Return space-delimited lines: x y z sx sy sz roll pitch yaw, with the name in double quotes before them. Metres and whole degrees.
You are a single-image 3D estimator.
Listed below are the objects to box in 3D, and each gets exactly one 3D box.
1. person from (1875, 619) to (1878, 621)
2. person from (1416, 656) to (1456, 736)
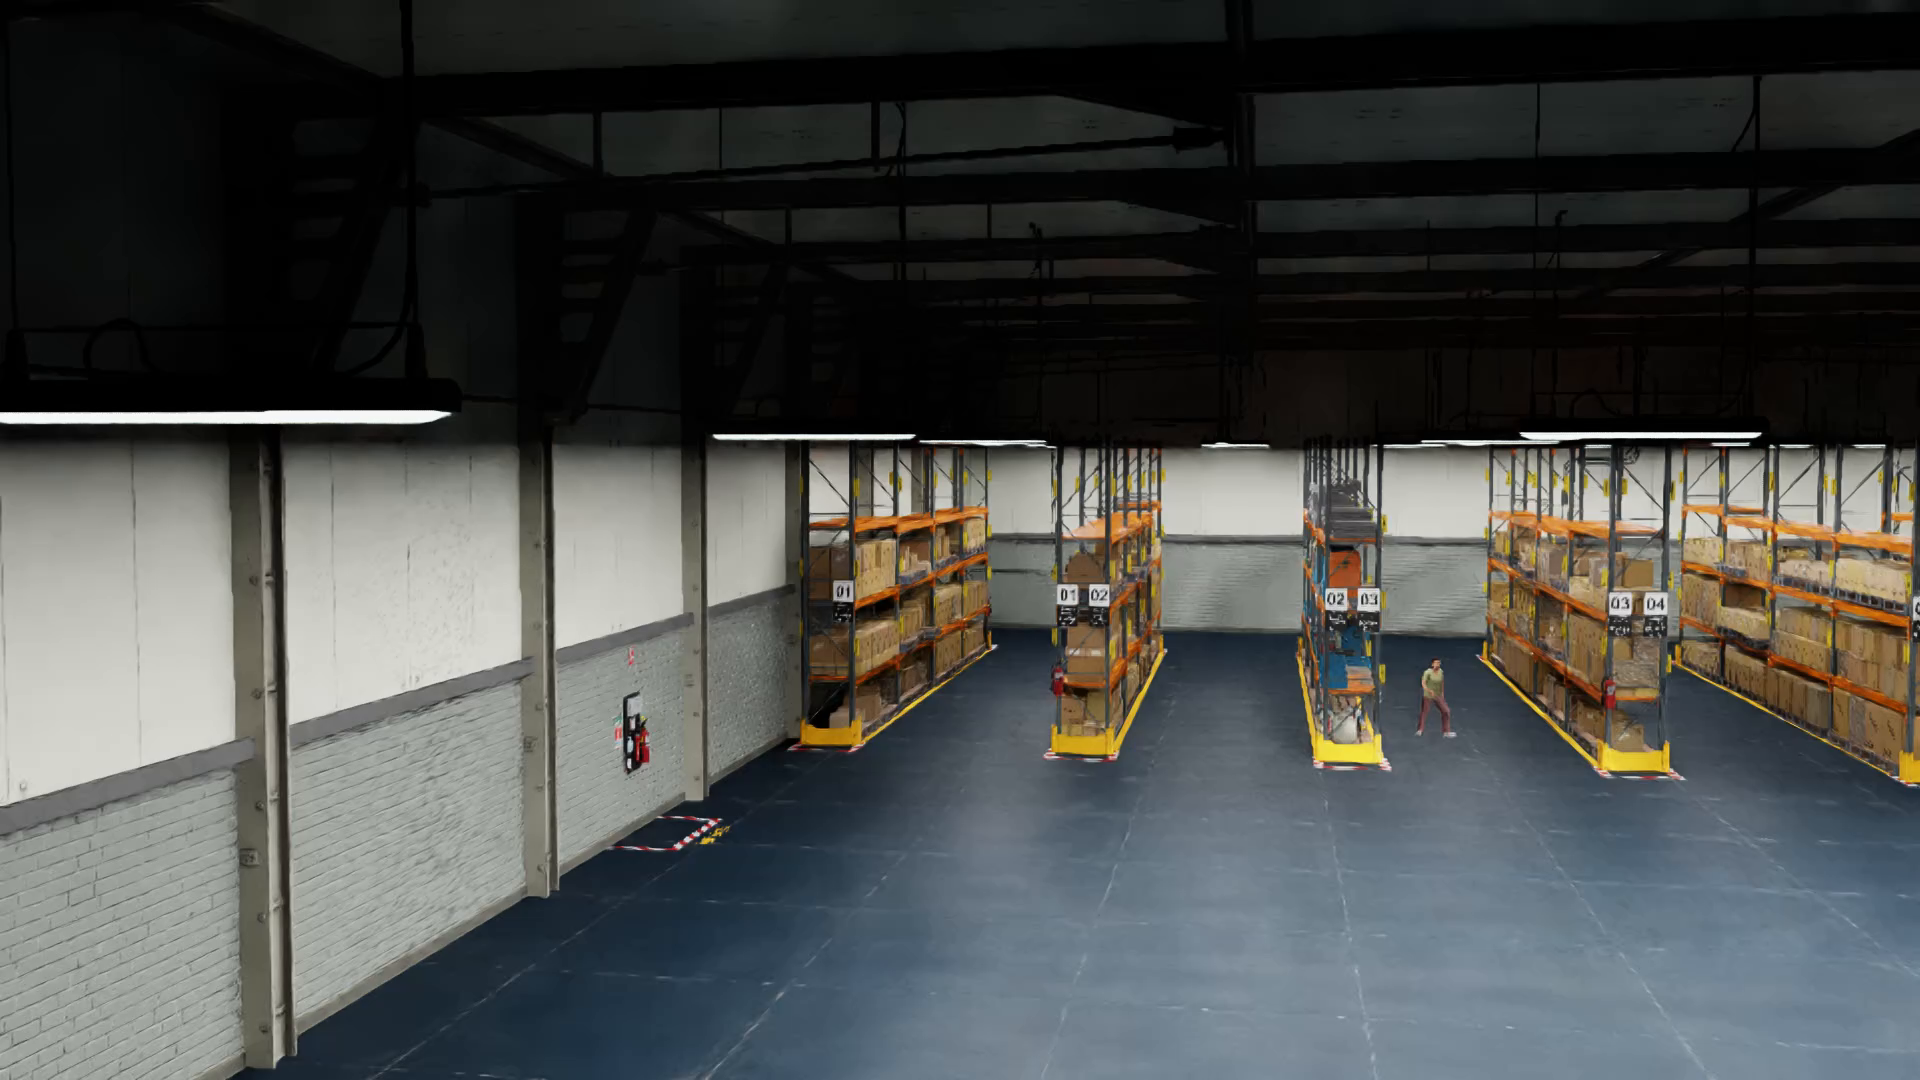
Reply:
"person" 25.328 2.424 45.613 0.585 1.679 0.975 -1 3 -13
"person" 9.463 3.114 33.221 0.615 1.610 0.799 0 3 -8
